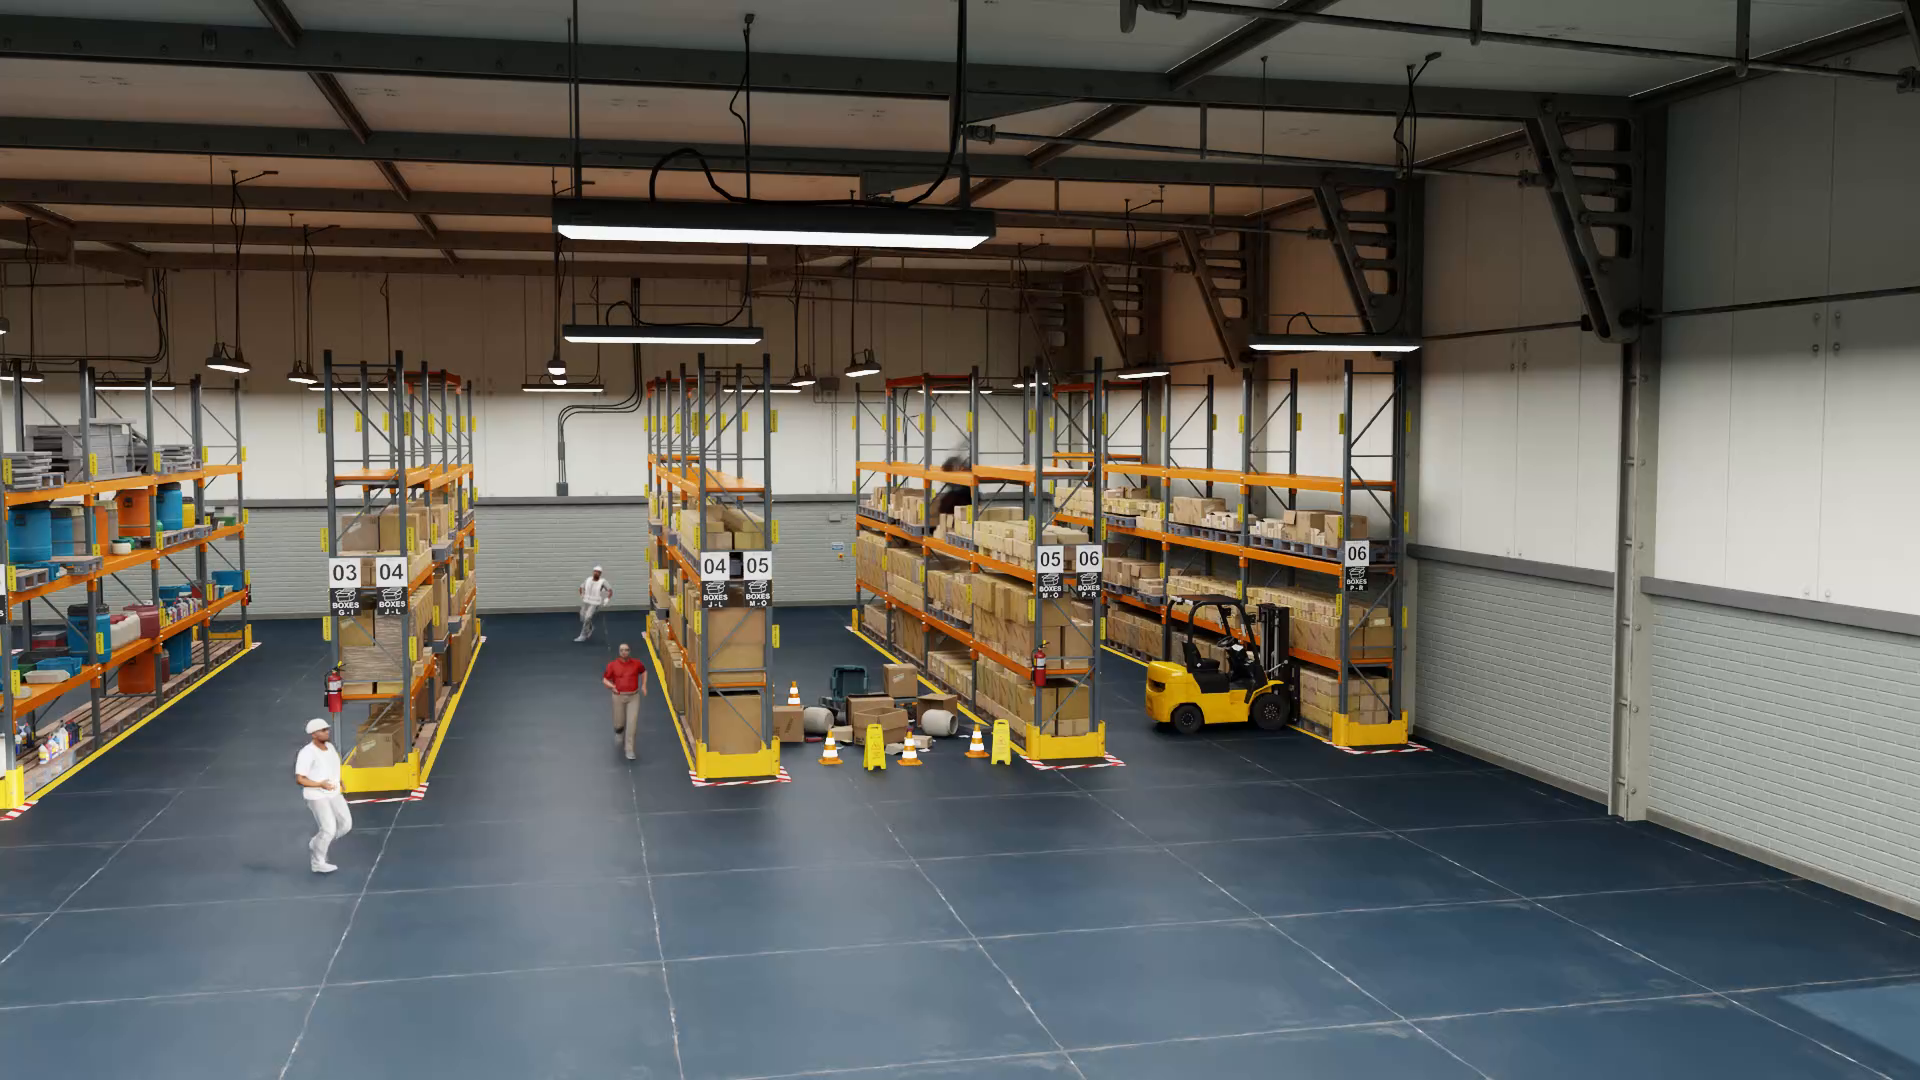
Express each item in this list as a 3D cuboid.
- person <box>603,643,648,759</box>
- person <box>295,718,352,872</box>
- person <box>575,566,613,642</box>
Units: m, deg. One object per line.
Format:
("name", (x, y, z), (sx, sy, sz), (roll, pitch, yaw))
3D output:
("person", (-5.045, 2.404, 25.100), (0.658, 1.693, 0.992), (-1, 4, -16))
("person", (-7.076, 2.845, 18.562), (0.589, 1.720, 0.692), (1, 4, 16))
("person", (-8.484, 1.477, 38.275), (0.752, 1.720, 0.876), (1, 4, 19))
